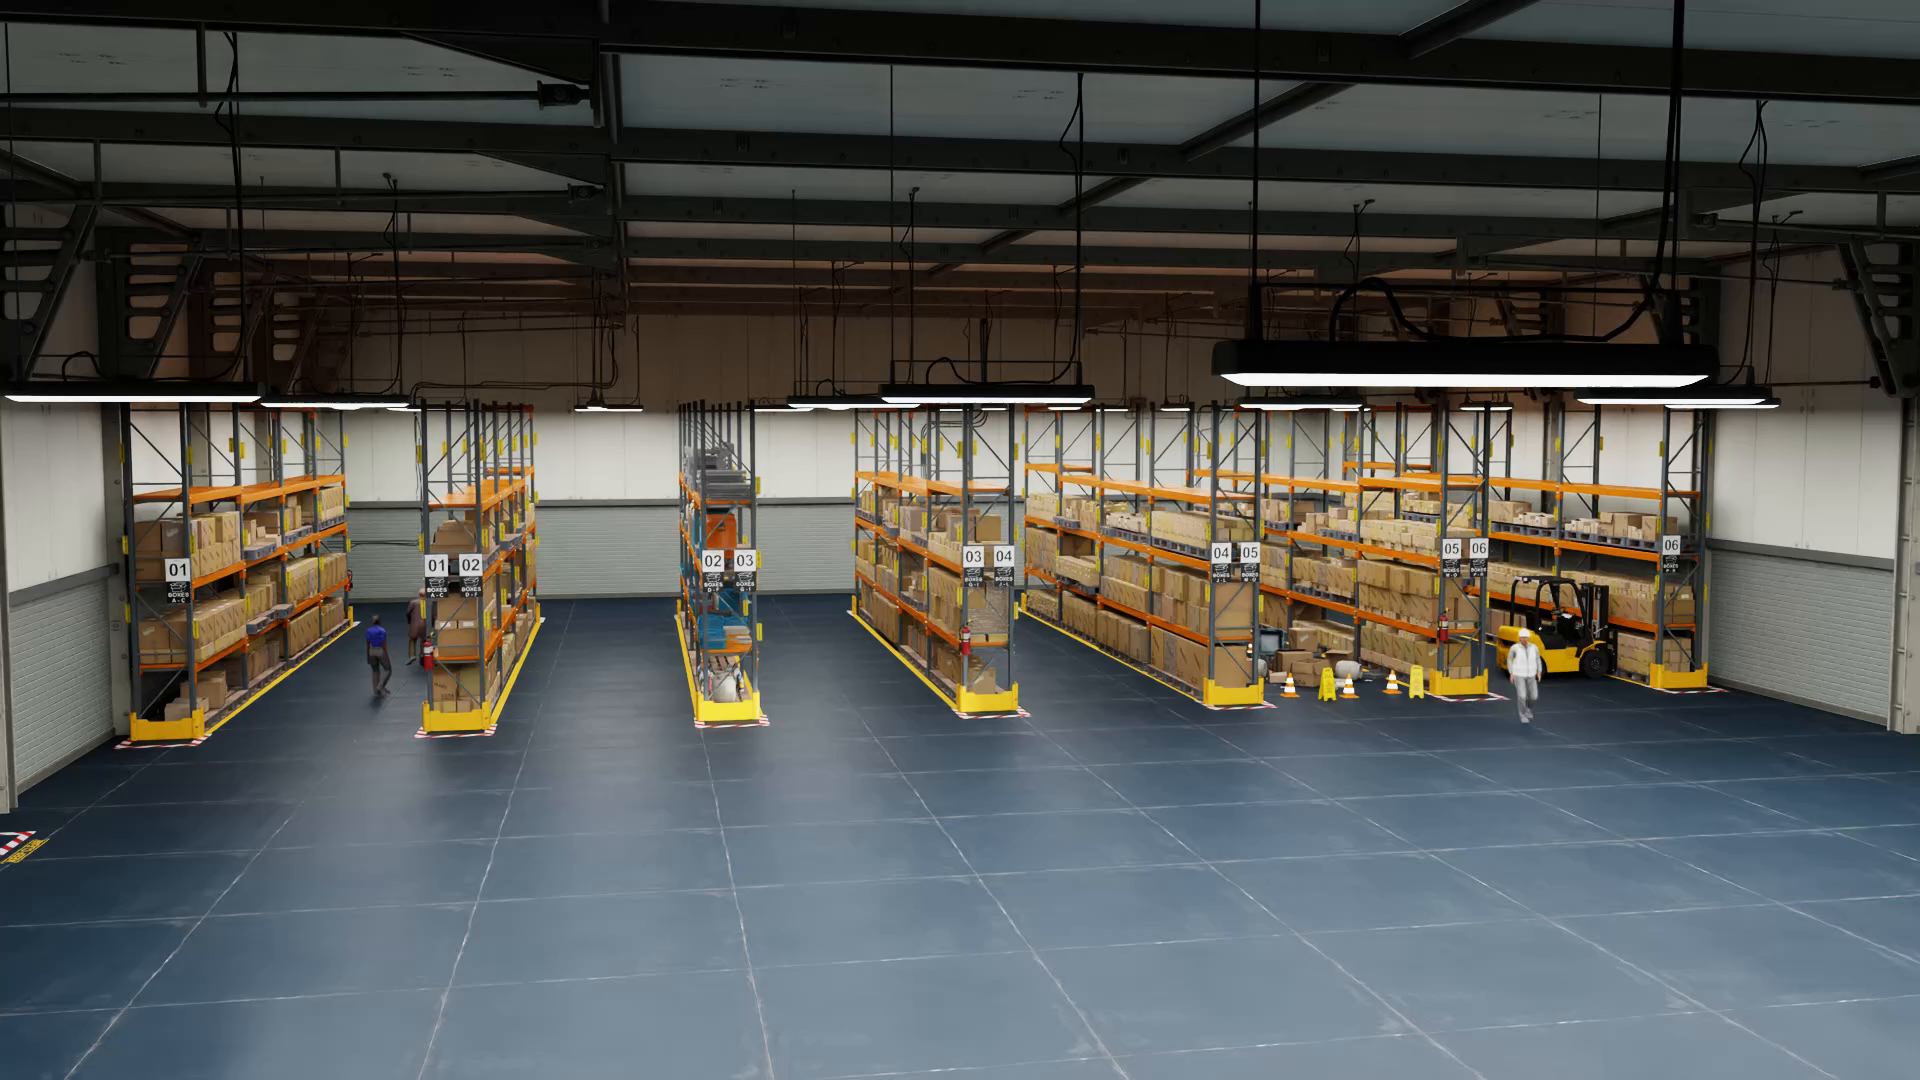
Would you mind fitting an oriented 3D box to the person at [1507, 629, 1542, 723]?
[{"bbox_3d":[10.519,2.510,31.022,0.612,1.757,0.565,0,4,-1],"label":"person"}]

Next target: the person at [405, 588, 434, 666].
[{"bbox_3d":[-12.298,1.995,37.848,0.632,1.752,0.703,-1,4,-8],"label":"person"}]

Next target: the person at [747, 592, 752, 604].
[{"bbox_3d":[-6.559,1.126,50.379,0.717,1.570,0.415,2,5,25],"label":"person"}]

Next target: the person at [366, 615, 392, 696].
[{"bbox_3d":[-11.816,2.352,33.728,0.514,1.648,0.479,0,4,3],"label":"person"}]
